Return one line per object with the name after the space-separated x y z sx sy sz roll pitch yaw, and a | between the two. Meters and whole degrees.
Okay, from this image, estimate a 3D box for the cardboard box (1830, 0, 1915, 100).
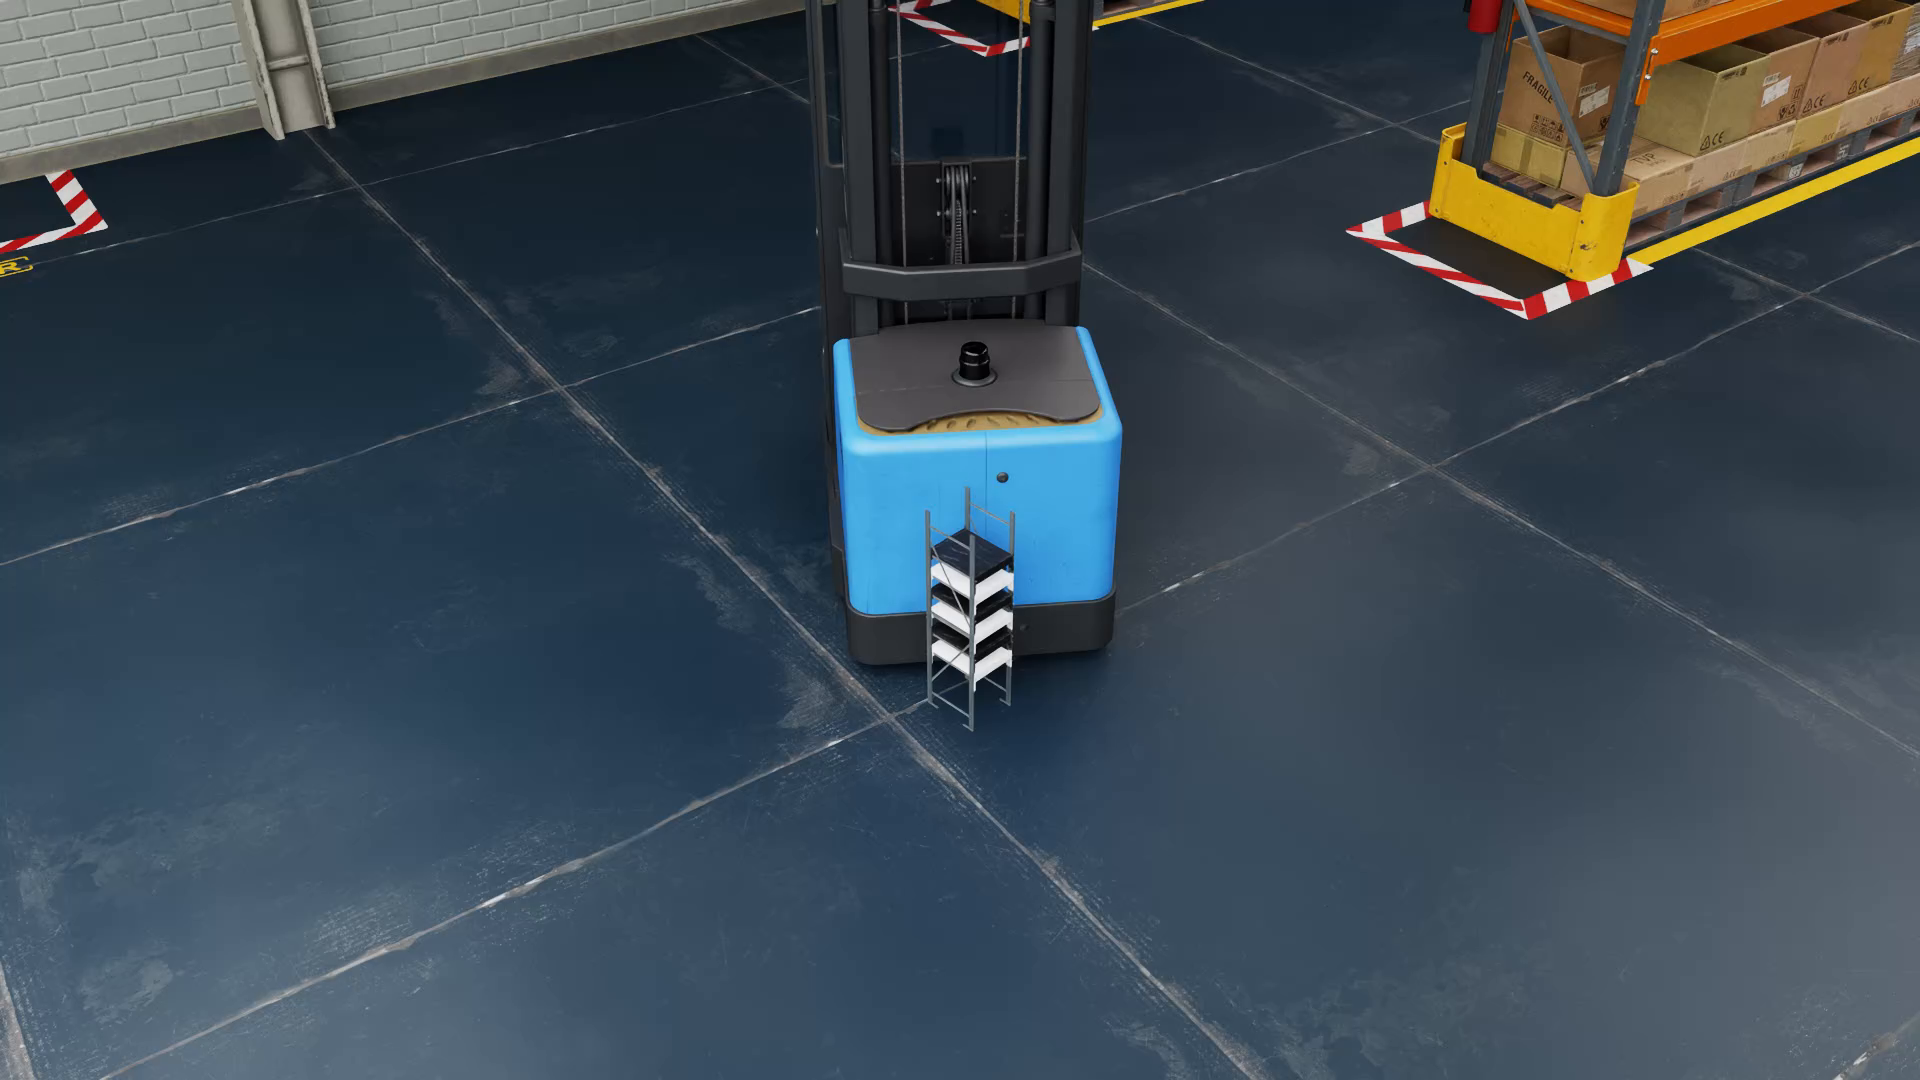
5.479 -3.093 10.335 0.500 0.500 0.500 -22 41 -28 | cardboard box

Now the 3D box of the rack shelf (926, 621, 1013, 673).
0.035 0.363 6.185 0.258 0.077 0.200 30 45 35 | rack shelf

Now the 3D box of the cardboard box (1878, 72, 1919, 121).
5.887 -2.958 10.789 0.500 0.250 0.500 -22 41 -28 | cardboard box

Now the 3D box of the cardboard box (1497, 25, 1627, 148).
3.552 -2.663 9.737 0.500 0.500 0.500 -22 41 -28 | cardboard box

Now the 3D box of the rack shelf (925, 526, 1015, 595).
0.035 0.071 5.975 0.258 0.077 0.200 30 45 35 | rack shelf

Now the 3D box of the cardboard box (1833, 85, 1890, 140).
5.486 -2.783 10.545 0.500 0.250 0.500 -22 41 -28 | cardboard box

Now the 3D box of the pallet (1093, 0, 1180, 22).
1.174 -4.495 13.319 1.213 0.211 1.003 -22 41 -28 | pallet

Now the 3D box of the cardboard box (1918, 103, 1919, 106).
6.301 -3.121 11.016 0.500 0.250 0.500 -22 41 -28 | cardboard box

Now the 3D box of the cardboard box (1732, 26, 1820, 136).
4.660 -2.758 9.869 0.500 0.500 0.500 -22 41 -28 | cardboard box

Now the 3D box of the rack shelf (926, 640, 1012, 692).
0.035 0.436 6.238 0.258 0.077 0.200 30 45 35 | rack shelf

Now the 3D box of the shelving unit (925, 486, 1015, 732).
0.035 0.263 6.113 0.258 0.900 0.210 30 45 35 | shelving unit

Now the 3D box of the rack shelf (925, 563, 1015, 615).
0.035 0.144 6.028 0.258 0.077 0.200 30 45 35 | rack shelf

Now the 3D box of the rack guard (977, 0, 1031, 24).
0.490 -4.356 12.878 0.348 0.500 1.175 -22 41 -28 | rack guard

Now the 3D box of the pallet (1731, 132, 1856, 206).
4.882 -2.535 10.594 1.213 0.211 1.003 -22 41 -28 | pallet

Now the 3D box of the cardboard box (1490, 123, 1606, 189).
3.553 -2.358 9.954 0.500 0.250 0.500 -22 41 -28 | cardboard box

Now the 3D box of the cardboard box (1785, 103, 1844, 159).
5.078 -2.614 10.311 0.500 0.250 0.500 -22 41 -28 | cardboard box

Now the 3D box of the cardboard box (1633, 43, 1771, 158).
4.259 -2.584 9.627 0.500 0.500 0.500 -22 41 -28 | cardboard box

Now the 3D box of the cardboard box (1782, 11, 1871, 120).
5.079 -2.918 10.092 0.500 0.500 0.500 -22 41 -28 | cardboard box

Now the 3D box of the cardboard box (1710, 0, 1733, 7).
4.100 -3.353 9.257 0.500 0.500 0.700 -21 41 -27 | cardboard box

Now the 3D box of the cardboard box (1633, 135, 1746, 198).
4.258 -2.280 9.847 0.500 0.250 0.500 -22 41 -28 | cardboard box

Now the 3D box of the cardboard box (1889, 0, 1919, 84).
5.886 -3.263 10.571 0.500 0.500 0.500 -22 41 -28 | cardboard box

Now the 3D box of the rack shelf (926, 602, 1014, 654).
0.035 0.290 6.133 0.258 0.077 0.200 30 45 35 | rack shelf

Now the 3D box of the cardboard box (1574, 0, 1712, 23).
3.674 -3.174 9.008 0.500 0.500 0.700 -22 41 -28 | cardboard box

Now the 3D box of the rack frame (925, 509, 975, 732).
-0.036 0.306 6.054 0.240 0.900 0.006 30 45 35 | rack frame

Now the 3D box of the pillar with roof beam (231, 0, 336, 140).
-1.923 -4.356 5.600 0.400 9.000 9.100 -22 41 -28 | pillar with roof beam

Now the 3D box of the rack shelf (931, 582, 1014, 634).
0.035 0.217 6.080 0.258 0.077 0.200 30 45 35 | rack shelf

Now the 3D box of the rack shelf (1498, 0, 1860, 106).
4.919 -3.363 9.973 4.000 0.370 1.077 -22 41 -28 | rack shelf

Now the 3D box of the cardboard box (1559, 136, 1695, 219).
3.851 -2.111 9.611 0.500 0.250 0.500 -22 41 -28 | cardboard box

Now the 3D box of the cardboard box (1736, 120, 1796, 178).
4.667 -2.448 10.081 0.500 0.250 0.500 -22 41 -28 | cardboard box

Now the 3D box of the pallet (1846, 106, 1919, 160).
5.880 -2.948 11.168 1.213 0.211 1.003 -22 41 -28 | pallet

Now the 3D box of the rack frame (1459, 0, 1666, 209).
3.285 -2.982 8.827 0.127 3.000 1.000 -22 41 -28 | rack frame

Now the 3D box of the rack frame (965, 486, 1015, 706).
0.106 0.221 6.172 0.240 0.900 0.006 30 45 35 | rack frame

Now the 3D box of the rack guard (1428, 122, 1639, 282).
3.265 -1.959 9.546 0.348 0.500 1.175 -22 41 -28 | rack guard

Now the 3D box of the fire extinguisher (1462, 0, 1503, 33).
2.920 -3.133 9.103 0.183 0.674 0.296 -22 41 -28 | fire extinguisher

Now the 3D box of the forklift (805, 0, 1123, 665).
-0.067 -1.551 6.897 1.130 2.935 3.031 -4 36 -5 | forklift

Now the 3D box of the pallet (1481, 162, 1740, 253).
3.886 -2.127 10.027 1.213 0.211 1.003 -22 41 -28 | pallet
